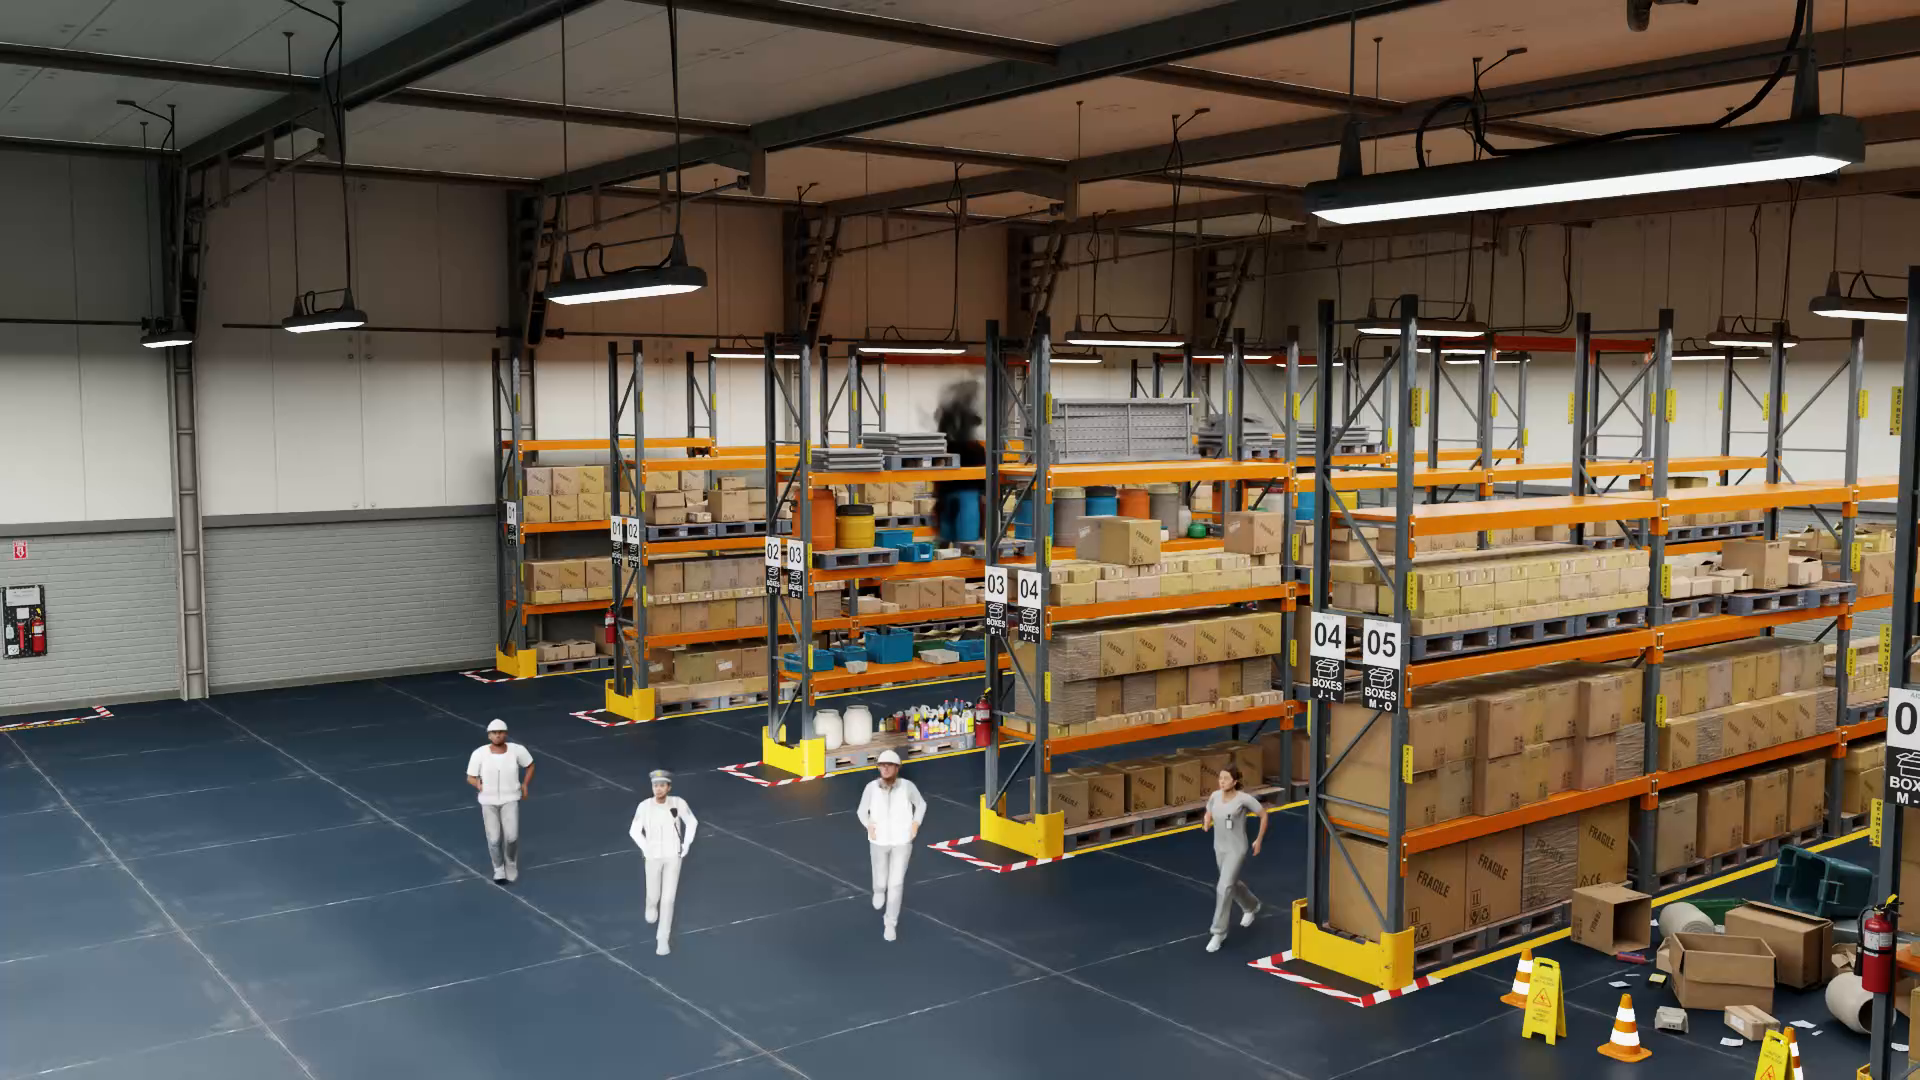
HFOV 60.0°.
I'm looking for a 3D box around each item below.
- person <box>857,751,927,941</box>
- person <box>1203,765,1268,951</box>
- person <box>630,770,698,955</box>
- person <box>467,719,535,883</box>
[{"bbox_3d":[-0.655,2.895,16.063,0.669,1.769,0.820,0,5,3],"label":"person"},{"bbox_3d":[2.580,2.958,15.760,0.928,1.689,0.596,-5,7,-43],"label":"person"},{"bbox_3d":[-2.780,2.972,15.636,0.624,1.695,0.739,-1,5,-8],"label":"person"},{"bbox_3d":[-4.831,2.761,17.461,0.664,1.749,0.626,-1,5,-12],"label":"person"}]
